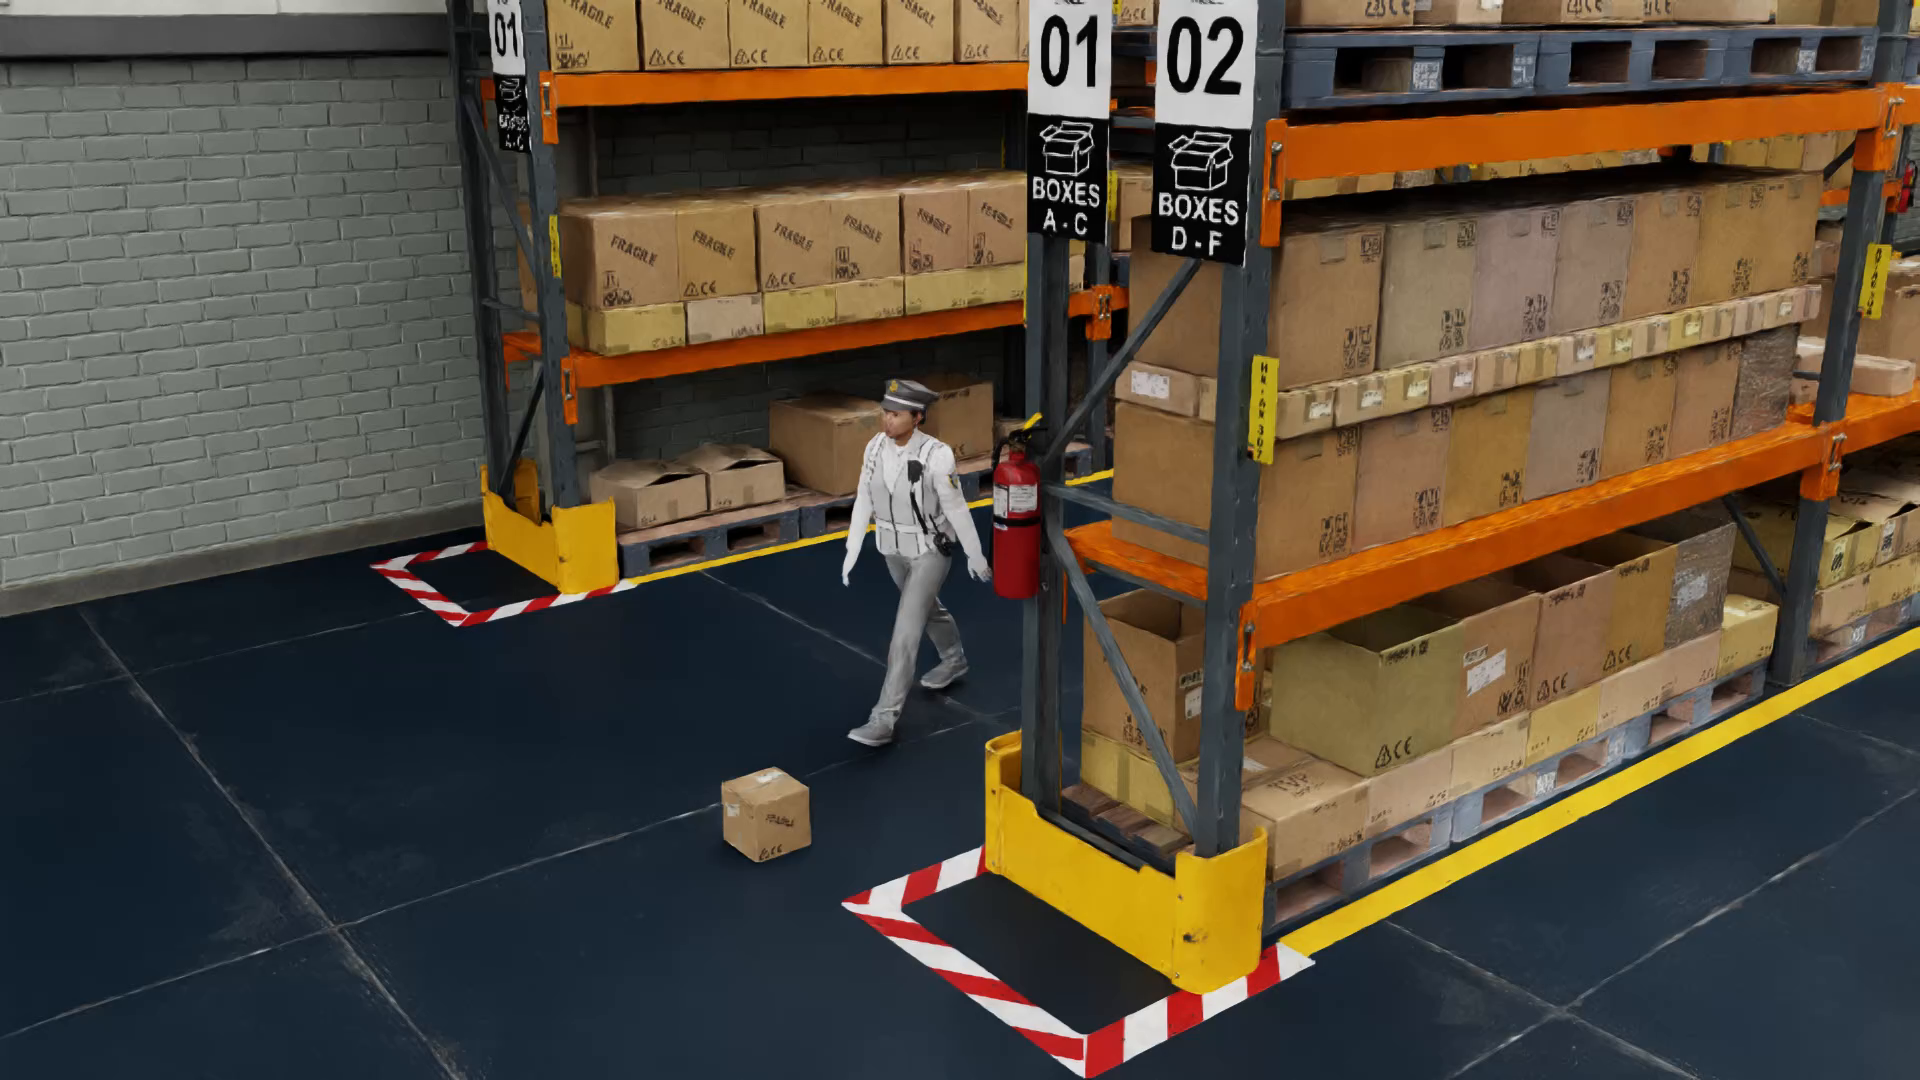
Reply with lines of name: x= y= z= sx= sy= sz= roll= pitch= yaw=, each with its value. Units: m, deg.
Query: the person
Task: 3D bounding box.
person: x=-0.230 y=0.044 z=7.431 sx=0.563 sy=1.601 sz=1.082 roll=13 pitch=22 yaw=34
